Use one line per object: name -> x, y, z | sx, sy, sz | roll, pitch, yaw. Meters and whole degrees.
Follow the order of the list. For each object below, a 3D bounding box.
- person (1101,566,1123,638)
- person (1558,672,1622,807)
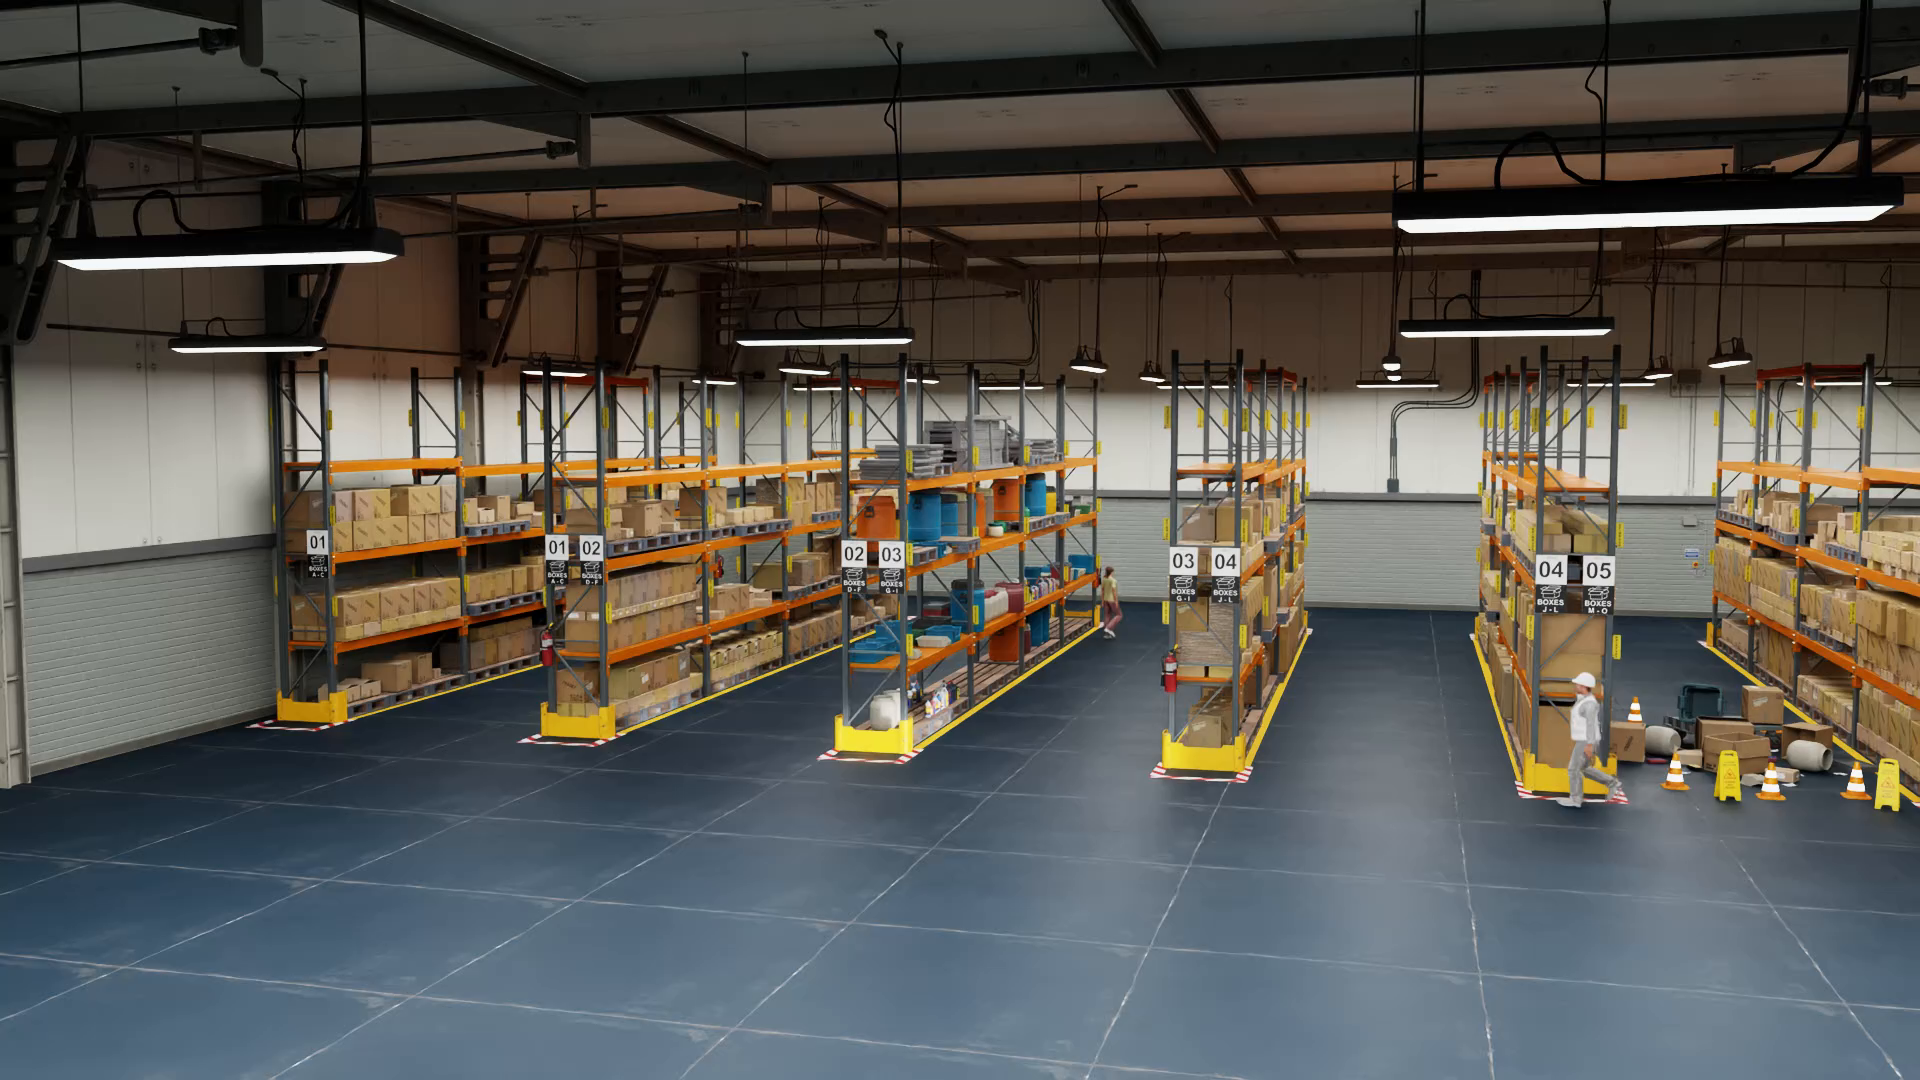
person -> 3.417, 1.425, 38.025 | 0.471, 1.671, 0.477 | -3, 5, -39
person -> 8.153, 2.578, 21.481 | 0.807, 1.749, 0.557 | 1, 4, 12
